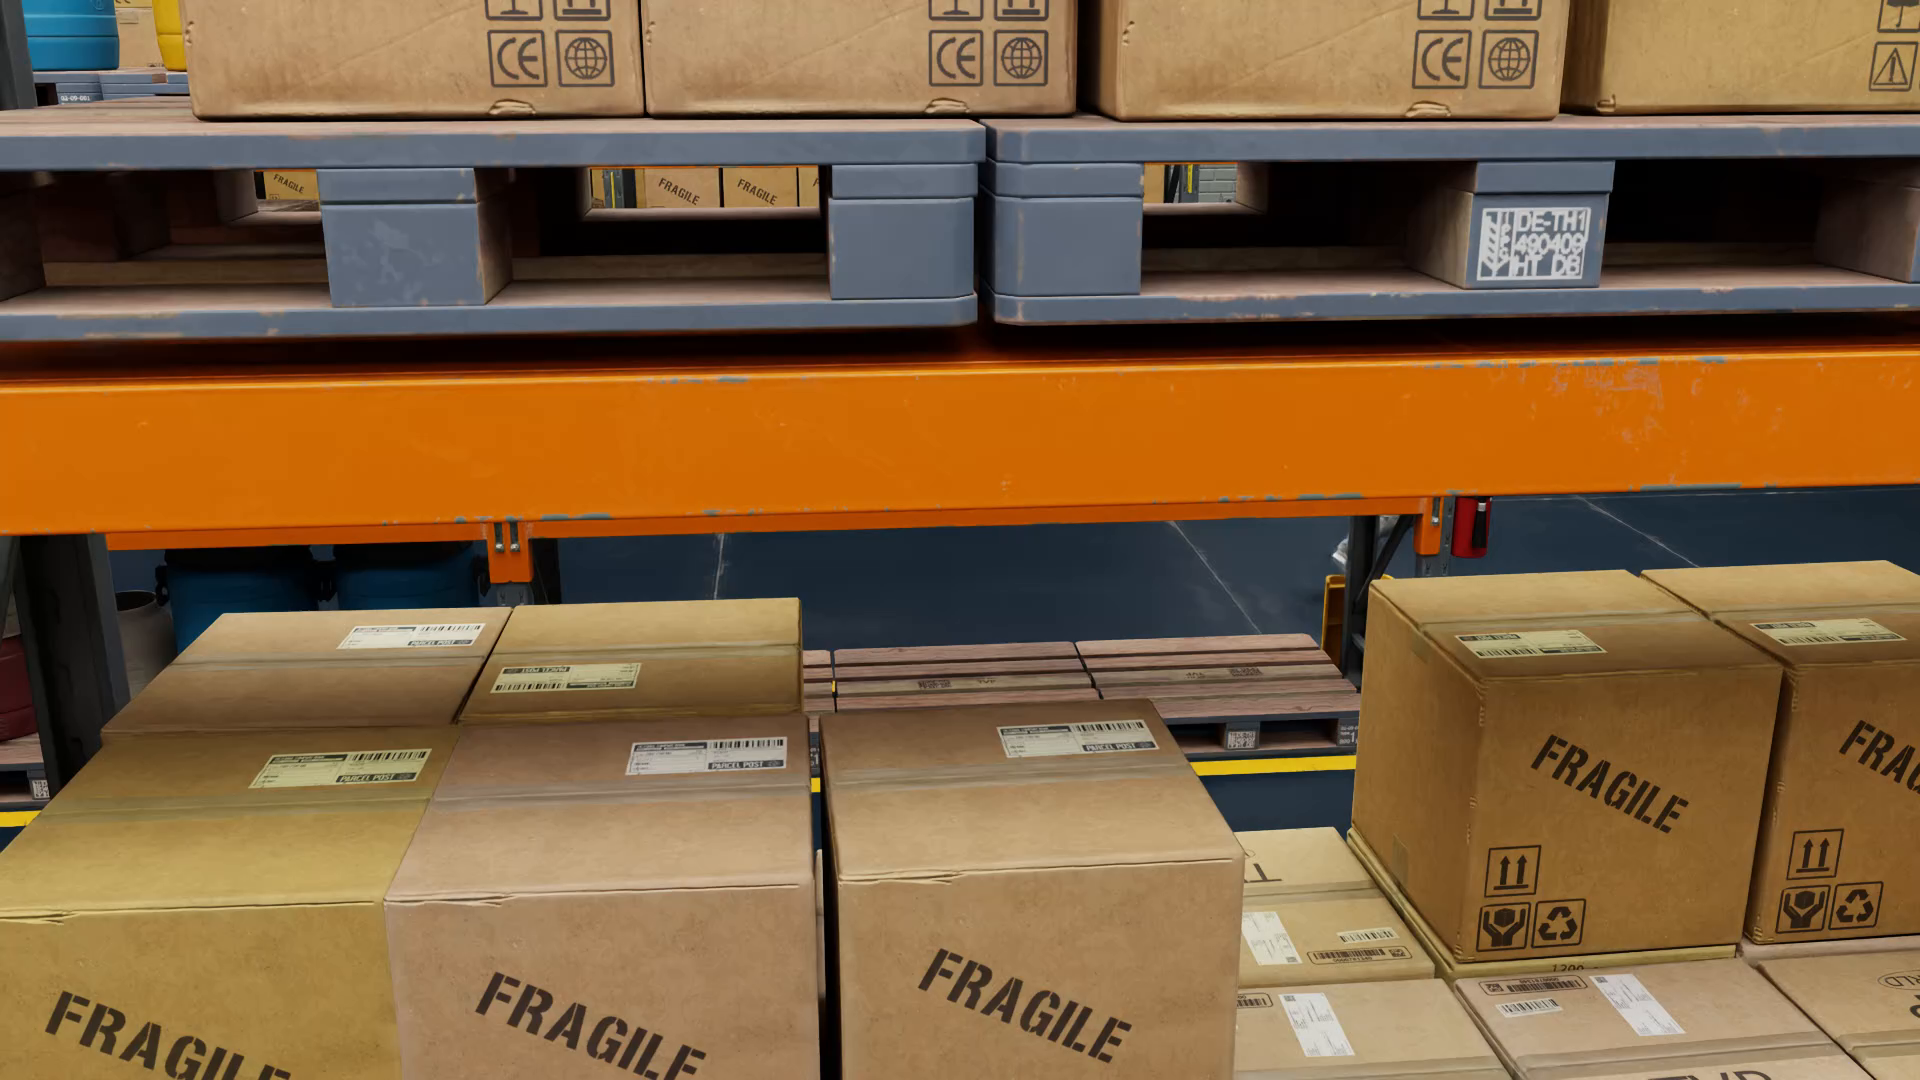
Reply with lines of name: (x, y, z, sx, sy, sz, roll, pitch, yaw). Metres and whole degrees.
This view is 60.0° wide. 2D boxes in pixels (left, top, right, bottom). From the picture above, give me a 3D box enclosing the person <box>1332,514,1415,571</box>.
person: (2.553, -0.409, 9.377, 0.806, 1.549, 0.479, 2, 17, 6)
